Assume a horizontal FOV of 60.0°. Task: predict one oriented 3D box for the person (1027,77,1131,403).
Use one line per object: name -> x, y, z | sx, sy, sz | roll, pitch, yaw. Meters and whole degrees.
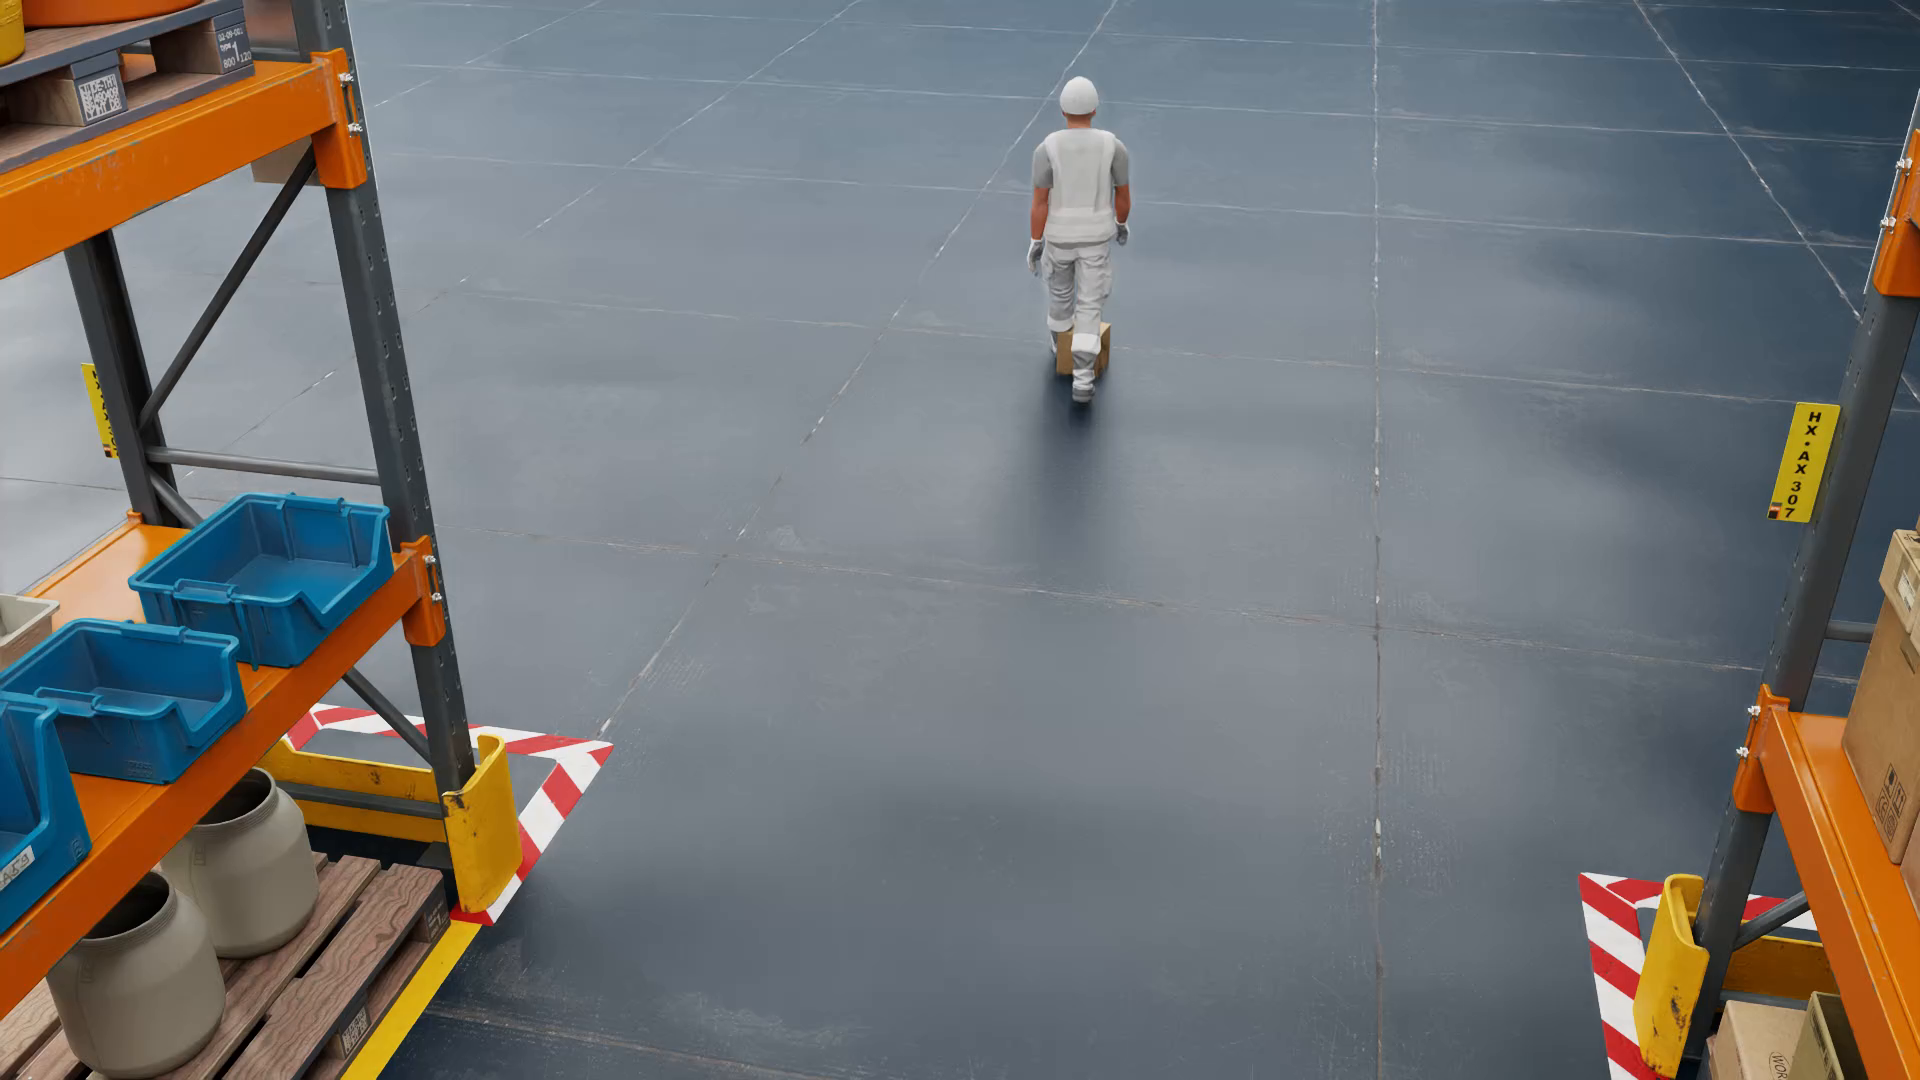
person -> 0.664, -1.703, 9.234 | 0.553, 1.750, 1.023 | 3, 29, 6
